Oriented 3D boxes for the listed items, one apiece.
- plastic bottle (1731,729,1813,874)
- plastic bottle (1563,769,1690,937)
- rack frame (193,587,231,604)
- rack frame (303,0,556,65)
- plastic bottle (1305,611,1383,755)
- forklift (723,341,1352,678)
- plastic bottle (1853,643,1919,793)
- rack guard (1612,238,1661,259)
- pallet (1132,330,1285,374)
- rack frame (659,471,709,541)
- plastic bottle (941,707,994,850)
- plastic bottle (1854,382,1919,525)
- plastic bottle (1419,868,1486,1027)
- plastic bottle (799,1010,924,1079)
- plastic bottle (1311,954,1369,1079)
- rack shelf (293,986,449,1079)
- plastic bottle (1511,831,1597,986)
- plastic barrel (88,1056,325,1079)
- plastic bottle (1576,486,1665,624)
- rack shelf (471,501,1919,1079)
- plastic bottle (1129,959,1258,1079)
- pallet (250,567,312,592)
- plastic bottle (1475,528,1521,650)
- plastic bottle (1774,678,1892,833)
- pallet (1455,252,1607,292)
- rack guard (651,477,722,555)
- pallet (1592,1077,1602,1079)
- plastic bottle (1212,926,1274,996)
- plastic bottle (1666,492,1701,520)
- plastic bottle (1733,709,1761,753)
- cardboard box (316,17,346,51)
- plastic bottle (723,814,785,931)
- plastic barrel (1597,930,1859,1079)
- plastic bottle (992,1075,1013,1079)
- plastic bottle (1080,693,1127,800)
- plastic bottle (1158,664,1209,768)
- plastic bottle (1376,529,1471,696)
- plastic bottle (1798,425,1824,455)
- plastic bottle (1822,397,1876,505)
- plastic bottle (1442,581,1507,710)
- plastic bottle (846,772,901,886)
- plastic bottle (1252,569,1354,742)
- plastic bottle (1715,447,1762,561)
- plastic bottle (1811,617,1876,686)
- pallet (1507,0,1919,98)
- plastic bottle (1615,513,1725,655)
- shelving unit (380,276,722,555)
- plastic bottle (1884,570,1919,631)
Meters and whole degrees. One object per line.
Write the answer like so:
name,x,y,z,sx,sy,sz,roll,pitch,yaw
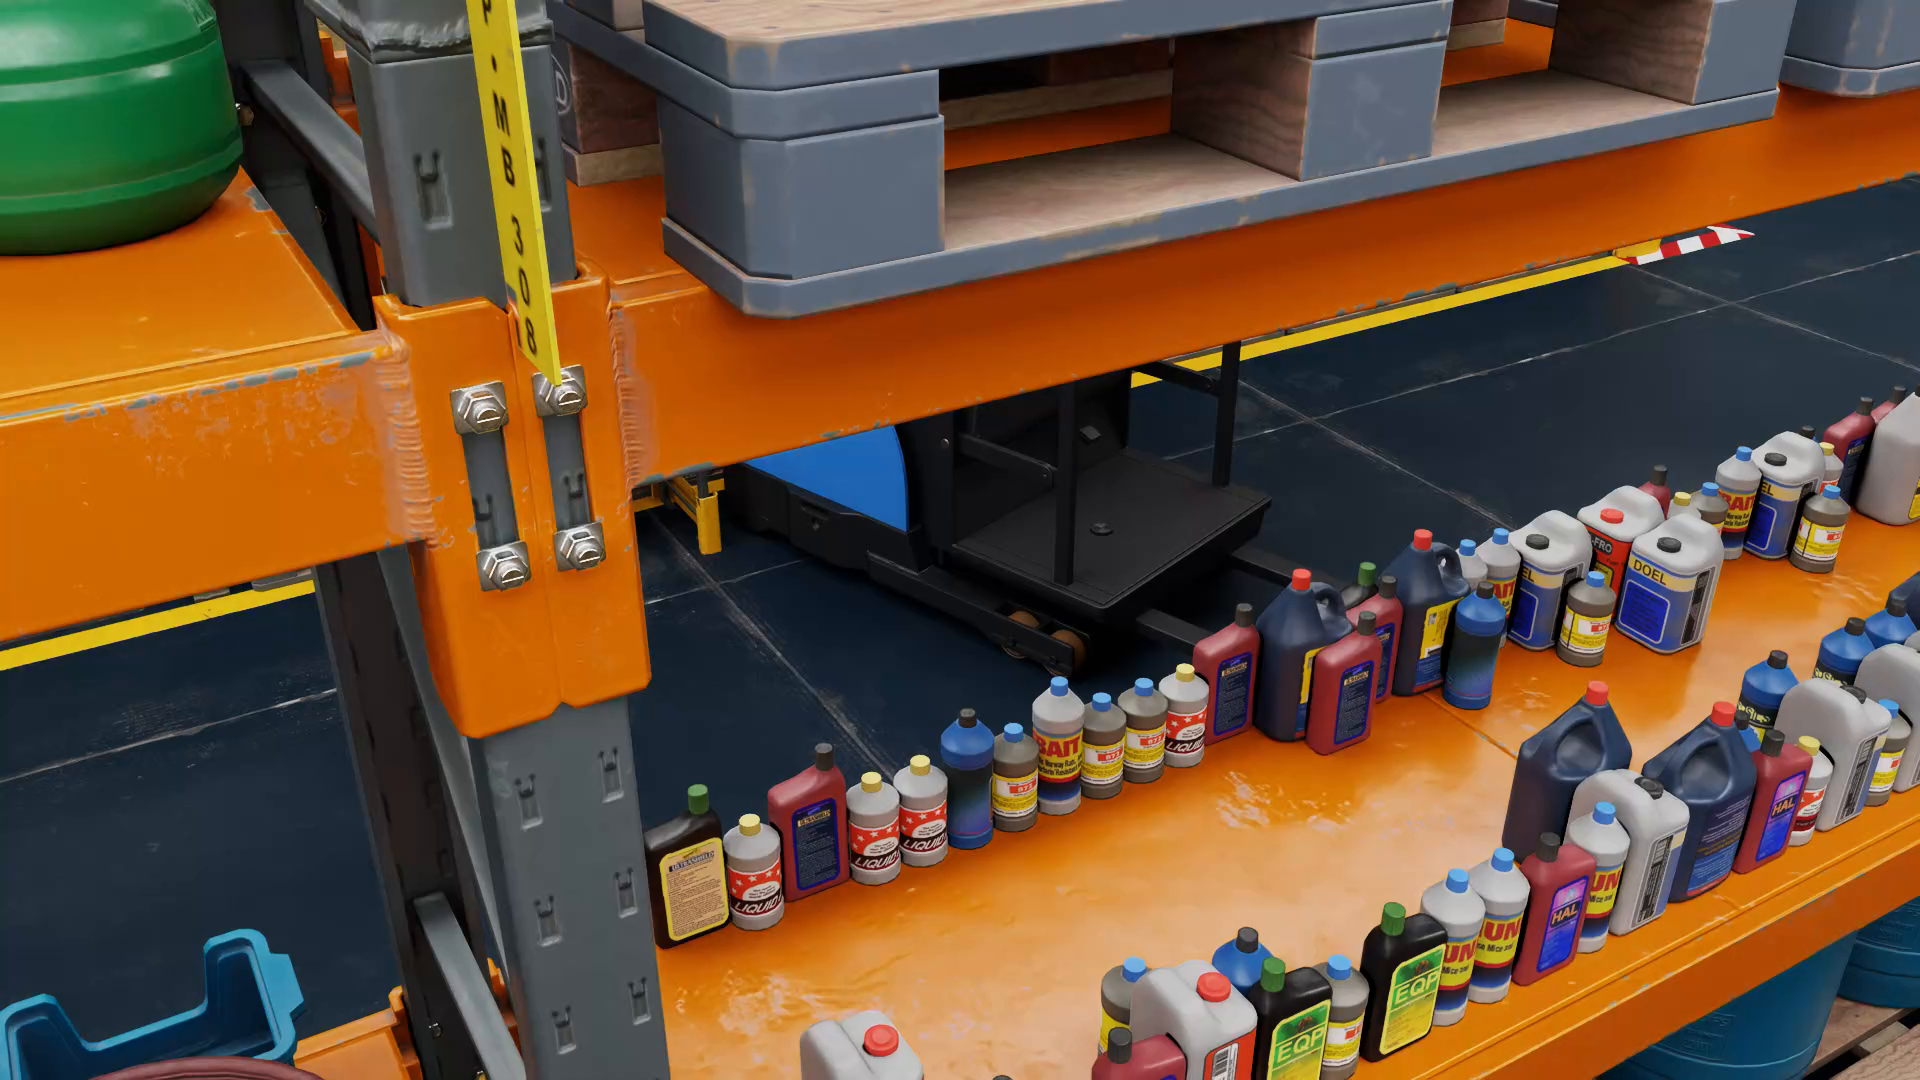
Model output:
plastic bottle,1.436,0.450,2.951,0.133,0.283,0.061,-16,33,-26
plastic bottle,1.138,0.512,2.845,0.135,0.276,0.152,-16,33,-26
rack frame,-3.101,-1.296,5.993,0.127,3.000,1.000,-16,33,-26
rack frame,-0.595,-1.858,0.803,0.127,3.000,1.000,-16,33,-26
plastic bottle,0.756,0.278,3.262,0.133,0.283,0.061,-16,33,-26
forklift,0.477,-1.085,5.683,3.031,2.935,1.130,23,36,35
plastic bottle,1.812,0.321,3.192,0.135,0.276,0.152,-16,33,-26
rack guard,3.731,-2.141,10.112,0.348,0.500,1.175,-16,33,-26
pallet,0.940,-1.221,8.745,1.213,0.211,1.003,-16,33,-26
rack frame,-1.132,-0.726,6.513,0.032,1.500,0.500,-16,33,-26
plastic bottle,0.014,0.424,3.011,0.097,0.271,0.097,0,29,0
plastic bottle,2.352,-0.228,4.109,0.185,0.351,0.144,-16,33,-26
plastic bottle,0.769,0.635,2.629,0.097,0.271,0.097,0,29,0
plastic bottle,-0.135,0.789,2.345,0.135,0.276,0.152,-16,33,-26
plastic bottle,0.570,0.722,2.543,0.097,0.201,0.097,0,29,0
rack shelf,-2.319,1.573,1.539,4.000,0.370,1.077,-16,33,-26
plastic bottle,0.962,0.585,2.707,0.133,0.283,0.061,-16,33,-26
plastic barrel,-0.841,0.949,1.785,0.708,0.536,0.600,-16,33,-26
plastic bottle,1.464,0.025,3.728,0.135,0.276,0.152,-16,33,-26
rack shelf,1.130,0.594,3.313,4.000,0.370,1.077,-16,33,-26
plastic bottle,0.341,0.739,2.435,0.135,0.276,0.152,-16,33,-26
pallet,-2.438,-0.242,6.969,1.213,0.211,1.003,-16,33,-26
plastic bottle,1.150,0.101,3.596,0.097,0.271,0.097,0,29,0
plastic bottle,1.612,0.378,3.089,0.135,0.276,0.152,-16,33,-26
pallet,3.044,-1.819,9.827,1.213,0.211,1.003,-16,33,-26
rack guard,-1.133,-0.178,6.814,0.087,0.250,0.587,-16,33,-26
pallet,1.115,1.483,3.845,1.213,0.211,1.003,-16,33,-26
plastic bottle,0.424,0.698,2.513,0.097,0.271,0.097,0,29,0
plastic bottle,1.665,-0.015,3.877,0.097,0.201,0.097,0,29,0
plastic bottle,1.380,0.427,3.005,0.097,0.271,0.097,0,29,0
cardboard box,-2.615,-1.724,6.232,0.700,0.500,0.500,22,36,34
plastic bottle,-0.353,0.558,2.839,0.097,0.201,0.097,0,29,0
plastic barrel,1.766,0.824,3.890,0.708,0.901,0.600,-16,33,-26
plastic bottle,0.056,0.837,2.262,0.097,0.271,0.097,0,29,0
plastic bottle,0.265,0.383,3.157,0.097,0.201,0.097,0,29,0
plastic bottle,0.433,0.335,3.244,0.097,0.201,0.097,0,29,0
plastic bottle,0.956,0.134,3.453,0.185,0.351,0.144,-16,33,-26
plastic bottle,2.033,-0.150,4.050,0.097,0.271,0.097,0,29,0
plastic bottle,2.207,-0.215,4.155,0.133,0.283,0.061,-16,33,-26
plastic bottle,1.055,0.209,3.400,0.097,0.271,0.097,0,29,0
plastic bottle,-0.154,0.502,2.942,0.097,0.201,0.097,0,29,0
plastic bottle,0.682,0.212,3.312,0.185,0.351,0.144,-16,33,-26
plastic bottle,1.833,-0.093,3.947,0.097,0.271,0.097,0,29,0
plastic bottle,1.733,0.276,3.279,0.097,0.271,0.097,0,29,0
pallet,1.251,-0.929,2.421,1.213,0.211,1.003,-16,33,-26
plastic bottle,1.541,0.089,3.613,0.135,0.276,0.152,-16,33,-26
shelving unit,-1.562,-0.603,6.291,1.083,1.500,0.587,-16,33,-26
plastic bottle,1.995,0.158,3.411,0.185,0.351,0.144,-16,33,-26
